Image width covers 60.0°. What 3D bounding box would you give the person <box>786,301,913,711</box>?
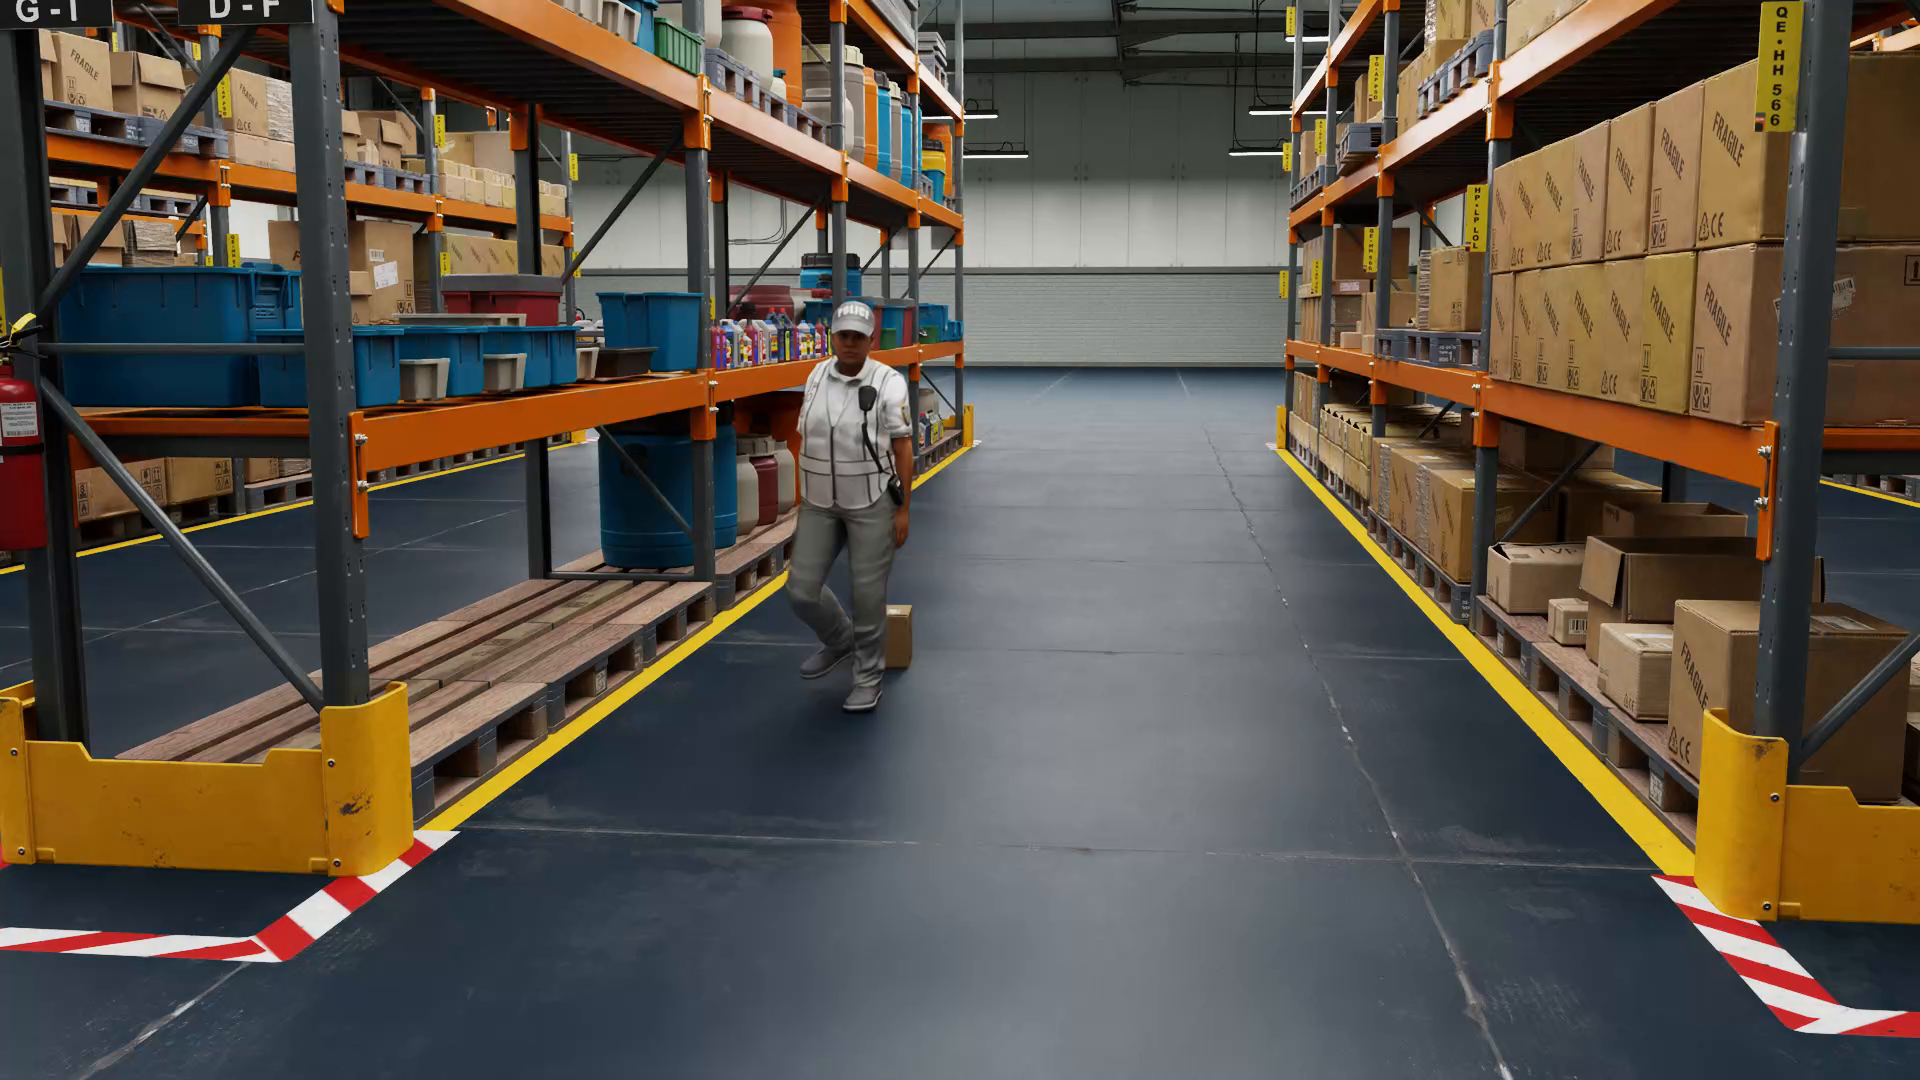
[{"bbox_3d":[-0.446,-0.138,6.780,0.555,1.655,0.556,2,8,18],"label":"person"}]
